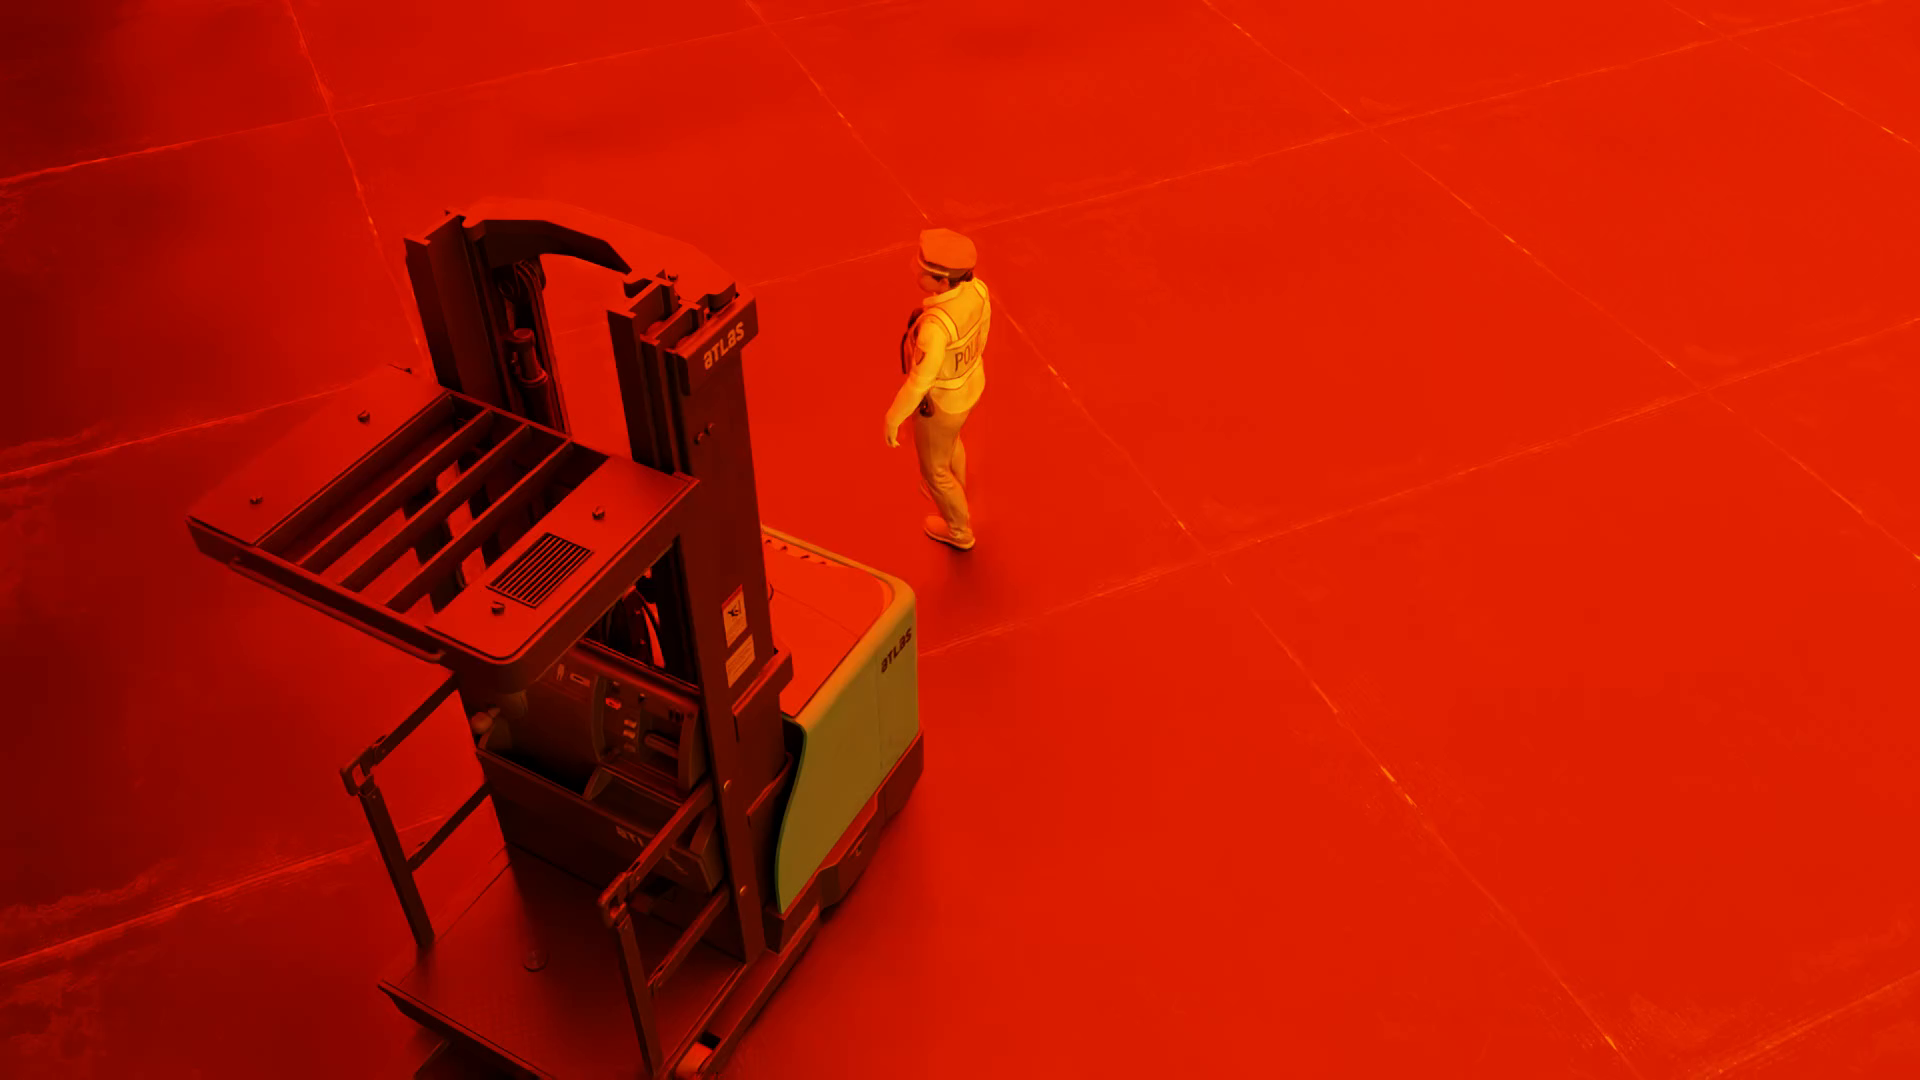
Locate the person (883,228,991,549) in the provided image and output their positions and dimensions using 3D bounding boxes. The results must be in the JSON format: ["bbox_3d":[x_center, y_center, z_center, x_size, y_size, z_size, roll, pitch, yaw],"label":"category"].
[{"bbox_3d":[-0.110,-0.641,7.296,0.417,1.668,0.646,17,46,17],"label":"person"}]

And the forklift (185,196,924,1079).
[{"bbox_3d":[-1.303,0.596,5.042,1.130,2.935,3.031,21,47,21],"label":"forklift"}]
